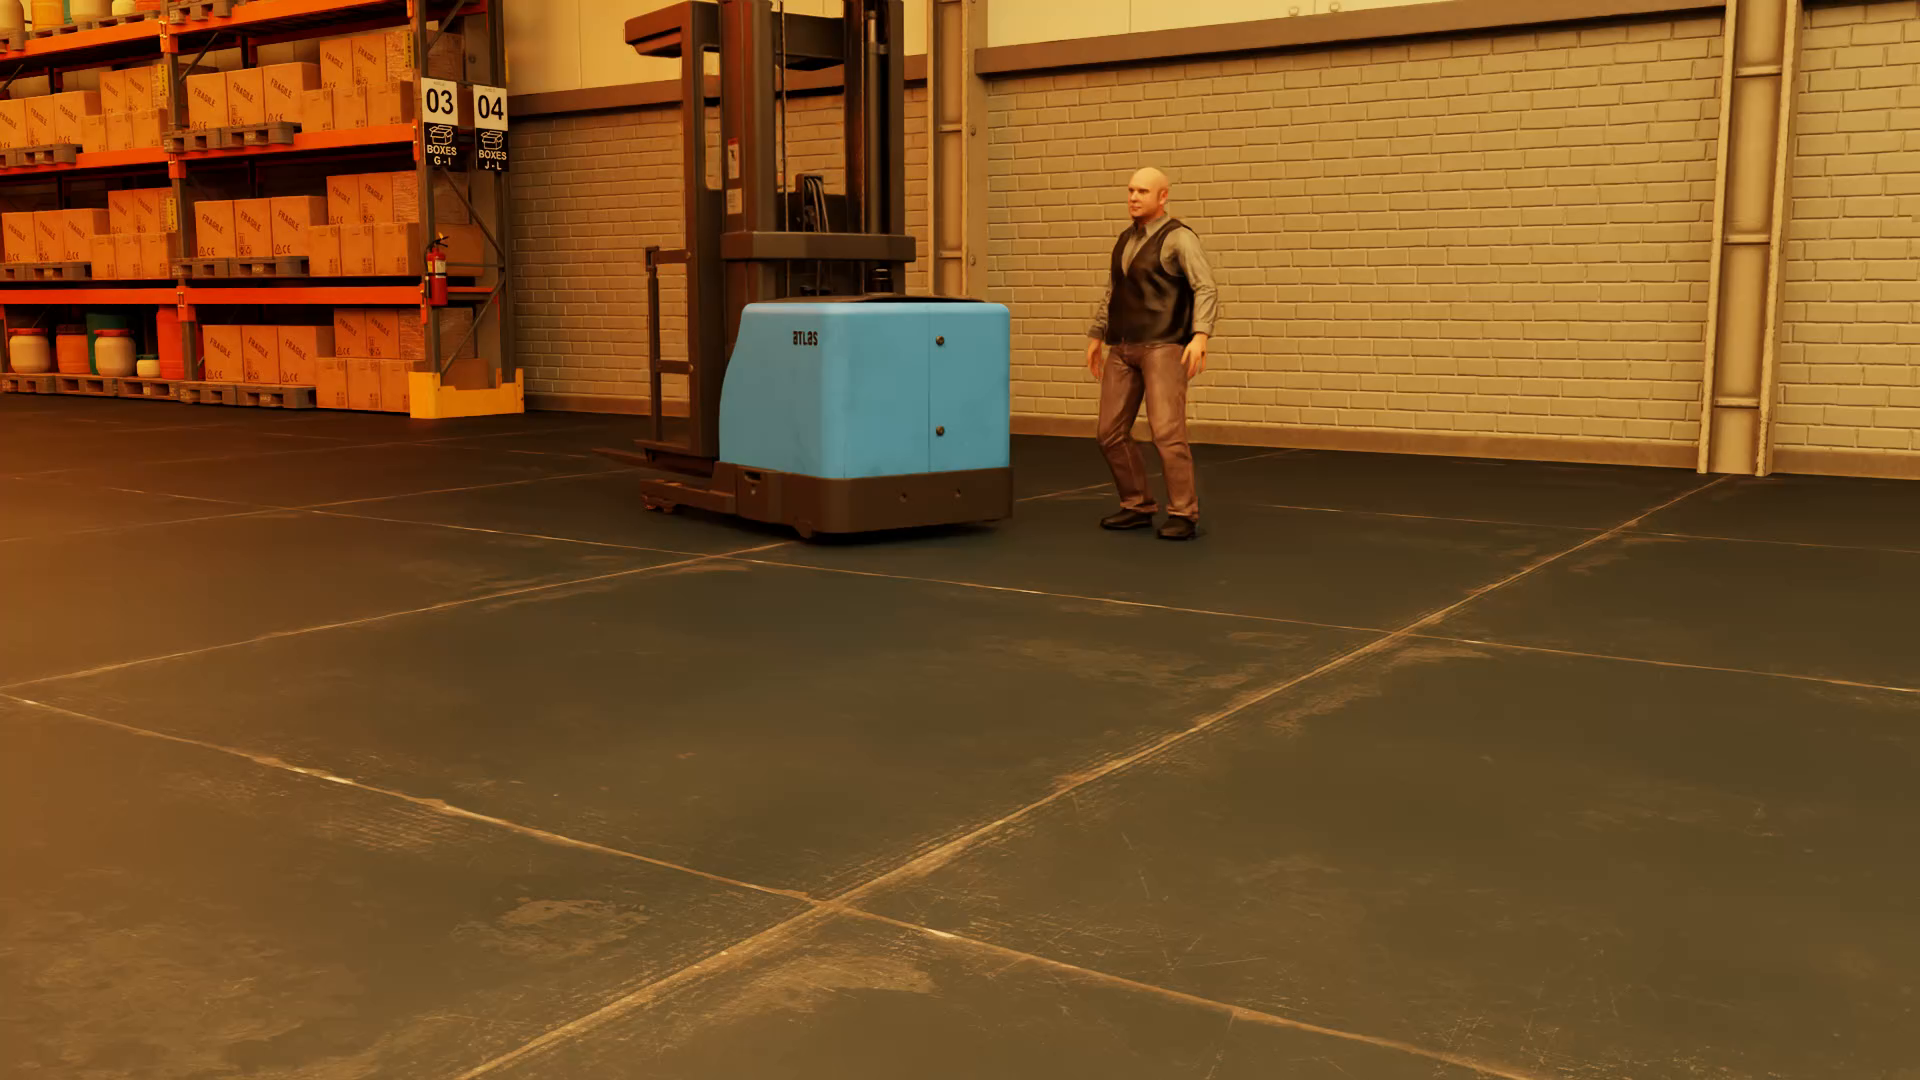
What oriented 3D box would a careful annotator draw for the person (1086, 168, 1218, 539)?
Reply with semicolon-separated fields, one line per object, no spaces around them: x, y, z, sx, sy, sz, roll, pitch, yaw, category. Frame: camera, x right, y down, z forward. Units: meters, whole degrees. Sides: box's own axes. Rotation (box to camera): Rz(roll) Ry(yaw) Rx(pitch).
0.876;-0.879;7.798;0.408;1.694;0.769;-7;10;-39;person

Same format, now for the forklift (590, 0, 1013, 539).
-1.019;-1.618;8.573;1.130;2.935;3.031;-6;10;-35;forklift
